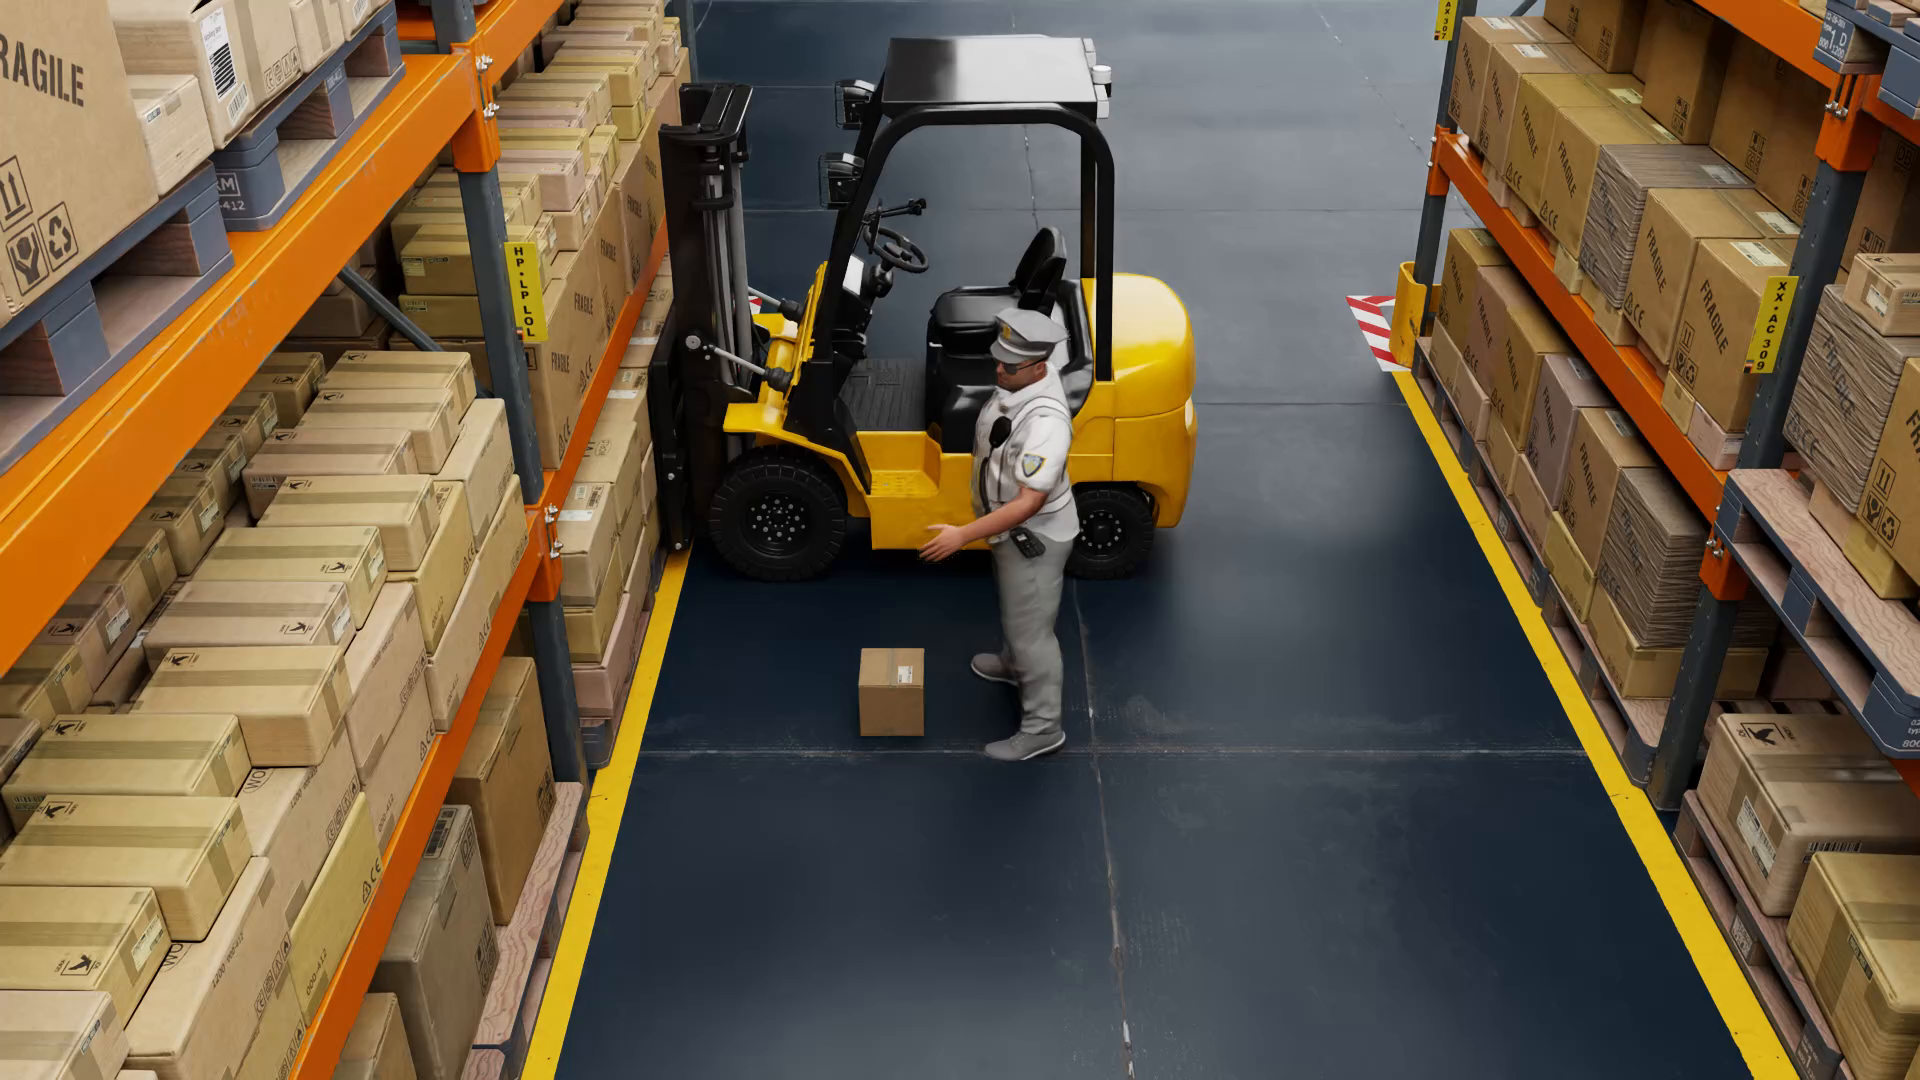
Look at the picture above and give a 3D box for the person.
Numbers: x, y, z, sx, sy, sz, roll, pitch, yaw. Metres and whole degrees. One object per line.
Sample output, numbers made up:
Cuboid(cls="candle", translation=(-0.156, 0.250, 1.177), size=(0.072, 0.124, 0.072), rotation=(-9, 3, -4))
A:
Cuboid(cls="person", translation=(0.133, -0.035, 6.202), size=(0.606, 1.798, 0.739), rotation=(-2, 31, -4))
